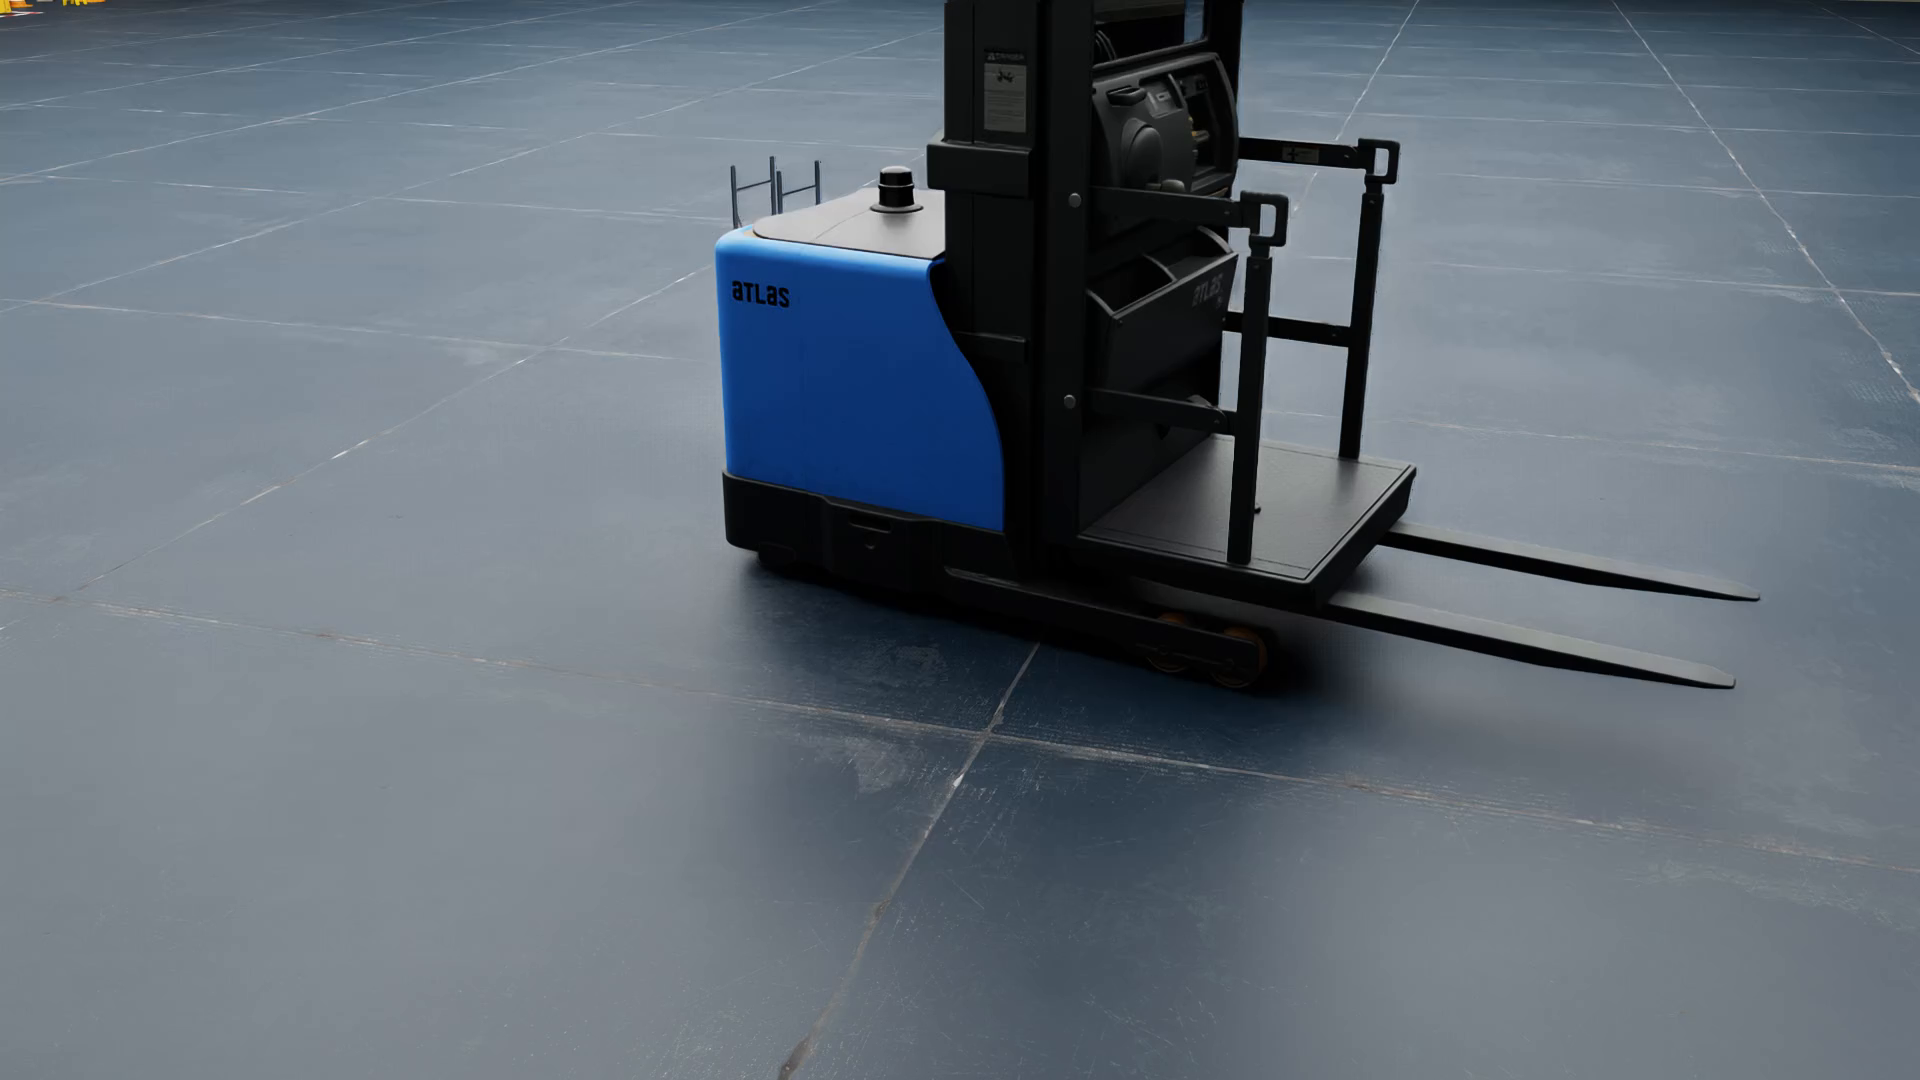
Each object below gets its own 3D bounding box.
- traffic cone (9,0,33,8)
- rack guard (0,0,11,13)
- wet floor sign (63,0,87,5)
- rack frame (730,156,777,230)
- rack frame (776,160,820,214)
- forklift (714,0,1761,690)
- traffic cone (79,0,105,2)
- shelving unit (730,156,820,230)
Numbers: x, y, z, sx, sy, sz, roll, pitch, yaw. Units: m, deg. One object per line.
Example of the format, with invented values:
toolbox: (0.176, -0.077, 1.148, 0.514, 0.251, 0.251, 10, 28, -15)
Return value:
traffic cone: (-14.603, -8.487, 25.701, 0.334, 0.463, 0.336, 7, 23, 16)
rack guard: (-14.482, -7.927, 24.288, 0.348, 0.500, 1.175, 7, 23, 16)
wet floor sign: (-13.905, -8.713, 26.013, 0.232, 0.644, 0.267, 3, 22, 6)
rack frame: (-0.691, -0.707, 5.764, 0.006, 1.200, 0.240, 12, 25, 27)
rack frame: (-0.531, -0.673, 5.681, 0.006, 1.200, 0.240, 12, 25, 27)
forklift: (0.770, -1.175, 4.623, 3.031, 2.935, 1.130, 12, 25, 27)
traffic cone: (-13.951, -8.860, 26.611, 0.334, 0.463, 0.336, 7, 23, 16)
shelving unit: (-0.611, -0.690, 5.723, 0.189, 1.200, 0.258, 12, 25, 27)
